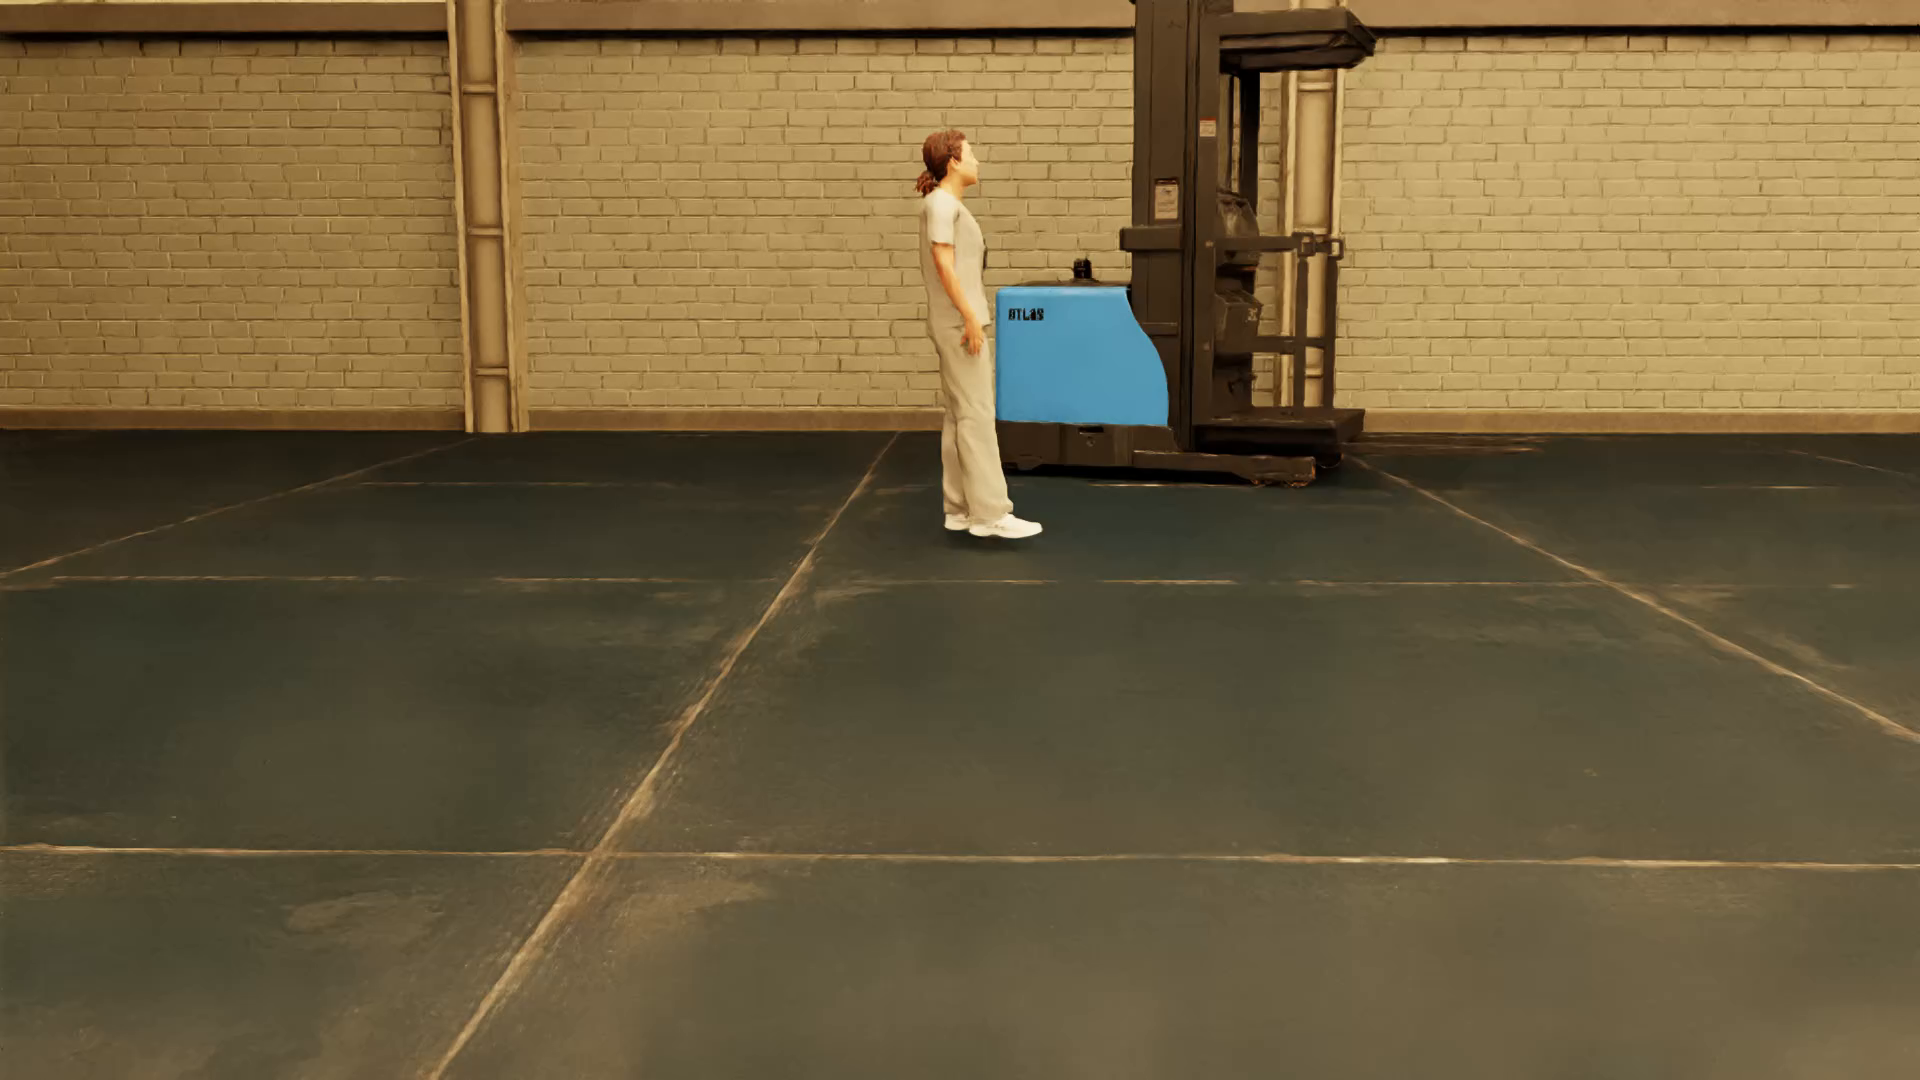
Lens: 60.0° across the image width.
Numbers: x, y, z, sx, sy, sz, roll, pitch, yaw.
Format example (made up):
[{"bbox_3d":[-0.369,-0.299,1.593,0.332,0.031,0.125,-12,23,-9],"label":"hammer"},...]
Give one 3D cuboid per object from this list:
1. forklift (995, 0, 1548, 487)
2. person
[{"bbox_3d":[1.760,-1.824,9.362,3.031,2.935,1.130,3,9,21],"label":"forklift"},{"bbox_3d":[0.081,-0.872,6.979,0.534,1.673,0.550,0,9,1],"label":"person"}]
